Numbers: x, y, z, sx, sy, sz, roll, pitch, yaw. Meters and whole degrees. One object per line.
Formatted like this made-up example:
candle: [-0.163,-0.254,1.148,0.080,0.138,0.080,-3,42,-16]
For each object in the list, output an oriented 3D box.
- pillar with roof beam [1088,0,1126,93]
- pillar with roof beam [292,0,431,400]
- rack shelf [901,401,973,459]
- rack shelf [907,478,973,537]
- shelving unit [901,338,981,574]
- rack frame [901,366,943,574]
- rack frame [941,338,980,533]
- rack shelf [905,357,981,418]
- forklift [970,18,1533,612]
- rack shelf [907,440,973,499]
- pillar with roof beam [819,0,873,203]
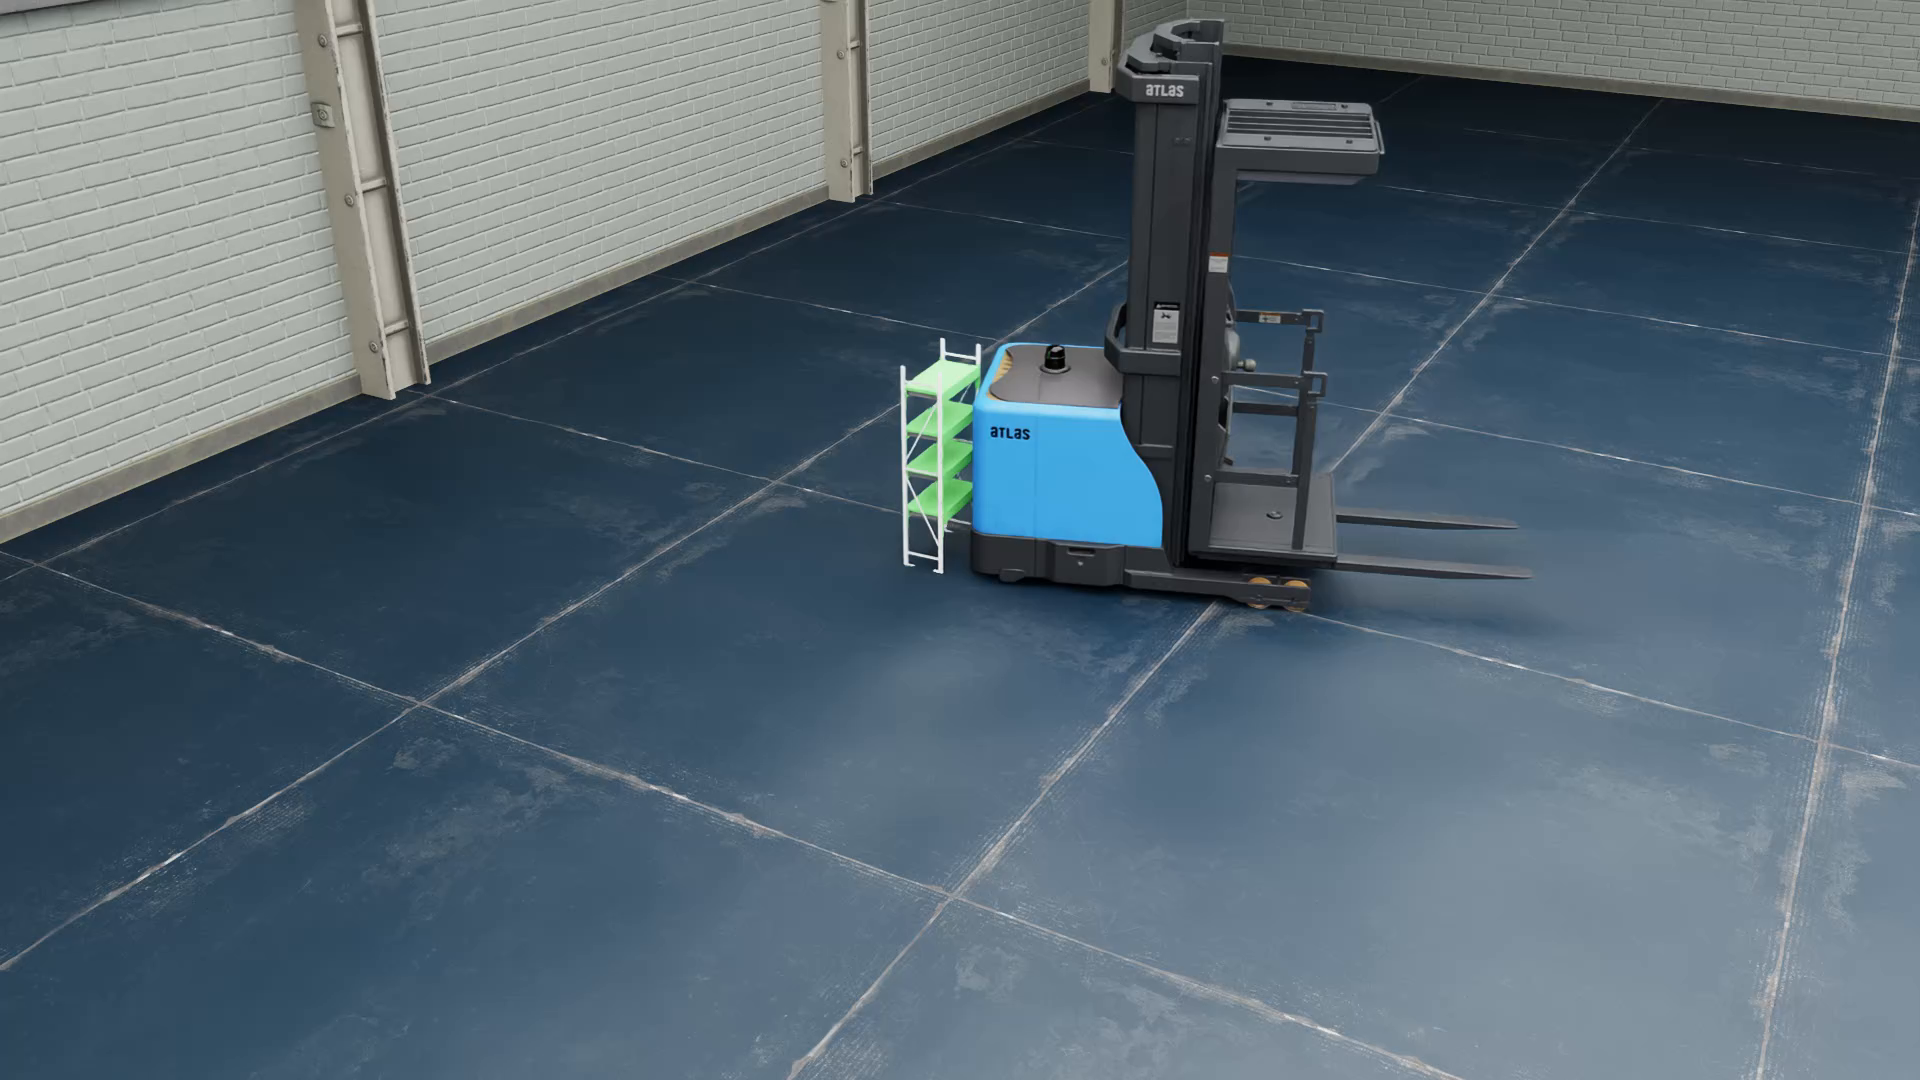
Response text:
pillar with roof beam: [5.599,-8.850,17.376,9.100,9.000,0.400,14,30,26]
pillar with roof beam: [-0.304,-4.173,8.034,9.100,9.000,0.400,14,30,26]
rack shelf: [-0.103,-0.629,9.272,0.258,0.148,0.480,12,29,23]
rack shelf: [-0.103,-0.199,9.487,0.258,0.148,0.480,12,29,23]
shelving unit: [-0.103,-0.471,9.351,0.258,1.200,0.503,12,29,23]
rack frame: [-0.208,-0.372,9.154,0.240,1.200,0.015,12,29,23]
rack frame: [0.003,-0.570,9.547,0.240,1.200,0.015,12,29,23]
rack shelf: [-0.103,-0.843,9.164,0.258,0.148,0.480,12,29,23]
forklift: [1.622,-1.181,8.835,3.031,2.935,1.130,5,27,9]
rack shelf: [-0.103,-0.414,9.379,0.258,0.148,0.480,12,29,23]
pillar with roof beam: [2.648,-6.512,12.705,9.100,9.000,0.400,14,30,26]
